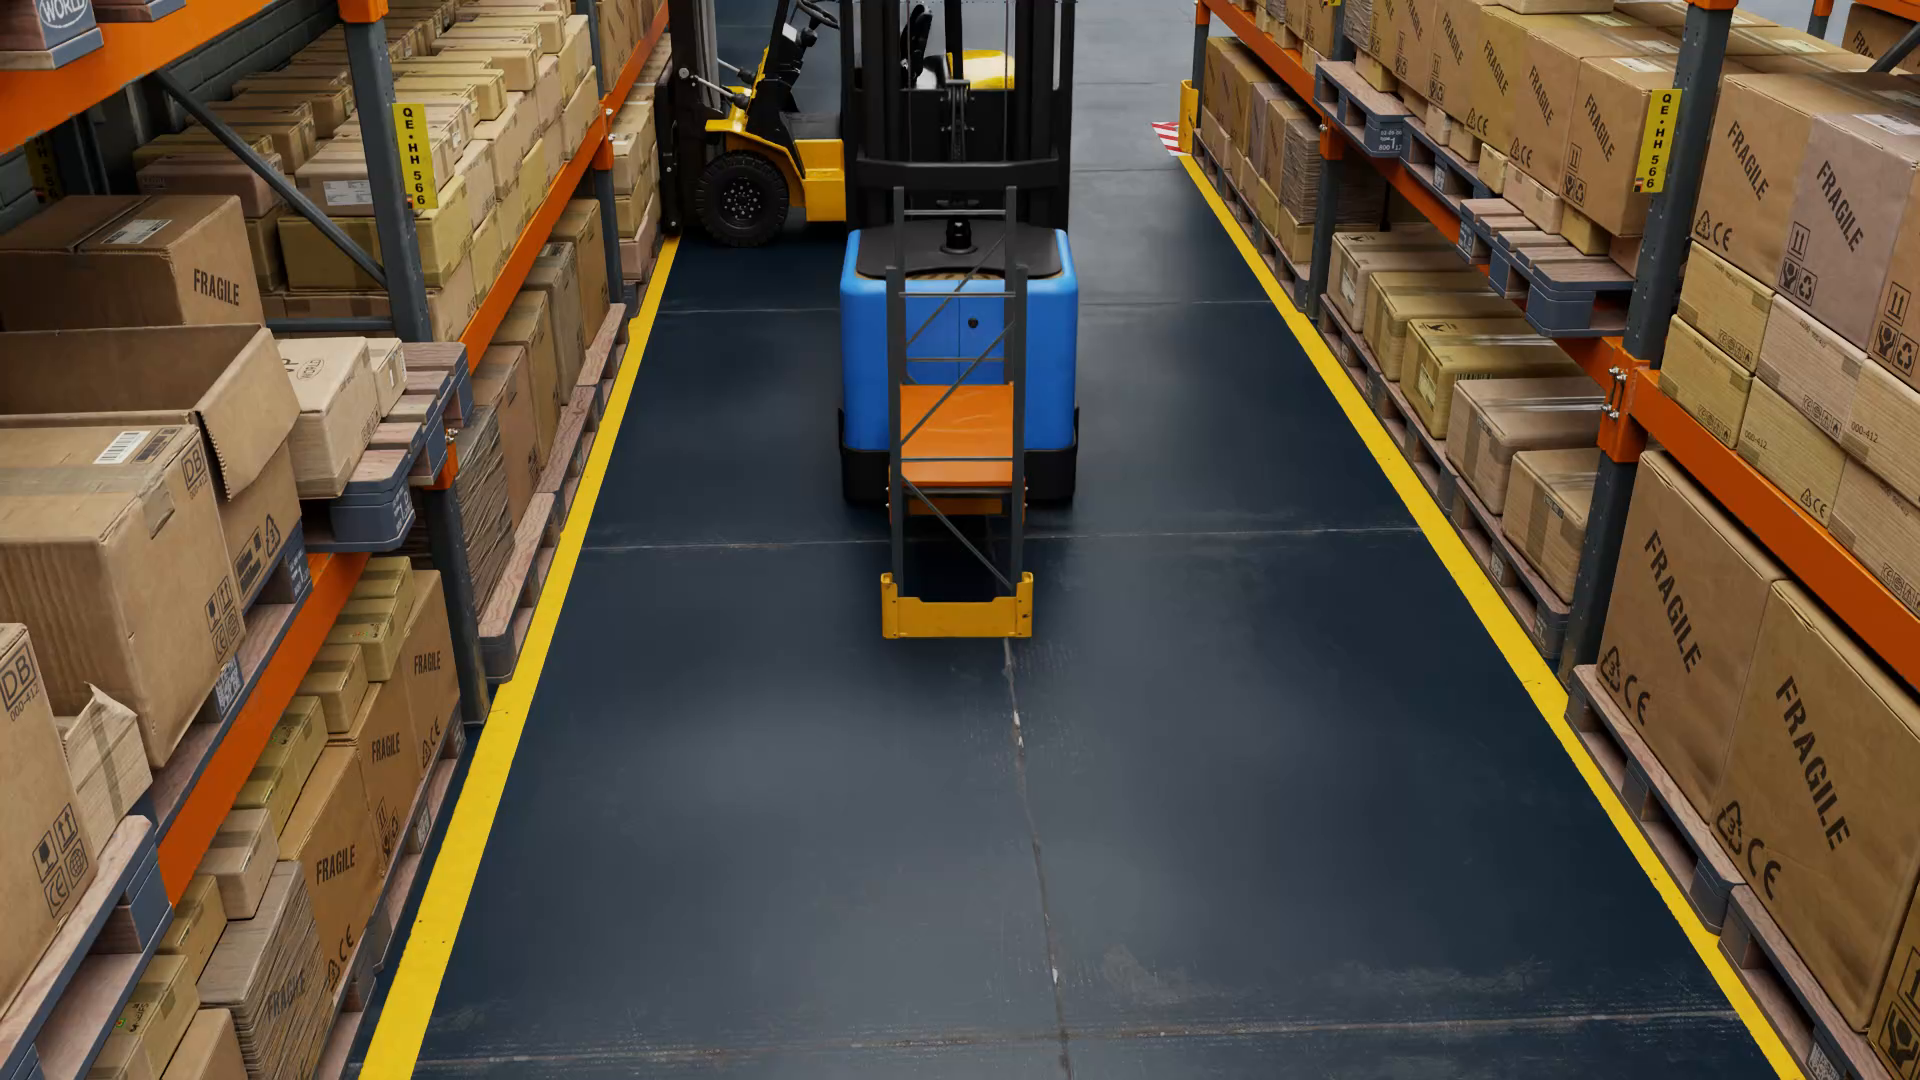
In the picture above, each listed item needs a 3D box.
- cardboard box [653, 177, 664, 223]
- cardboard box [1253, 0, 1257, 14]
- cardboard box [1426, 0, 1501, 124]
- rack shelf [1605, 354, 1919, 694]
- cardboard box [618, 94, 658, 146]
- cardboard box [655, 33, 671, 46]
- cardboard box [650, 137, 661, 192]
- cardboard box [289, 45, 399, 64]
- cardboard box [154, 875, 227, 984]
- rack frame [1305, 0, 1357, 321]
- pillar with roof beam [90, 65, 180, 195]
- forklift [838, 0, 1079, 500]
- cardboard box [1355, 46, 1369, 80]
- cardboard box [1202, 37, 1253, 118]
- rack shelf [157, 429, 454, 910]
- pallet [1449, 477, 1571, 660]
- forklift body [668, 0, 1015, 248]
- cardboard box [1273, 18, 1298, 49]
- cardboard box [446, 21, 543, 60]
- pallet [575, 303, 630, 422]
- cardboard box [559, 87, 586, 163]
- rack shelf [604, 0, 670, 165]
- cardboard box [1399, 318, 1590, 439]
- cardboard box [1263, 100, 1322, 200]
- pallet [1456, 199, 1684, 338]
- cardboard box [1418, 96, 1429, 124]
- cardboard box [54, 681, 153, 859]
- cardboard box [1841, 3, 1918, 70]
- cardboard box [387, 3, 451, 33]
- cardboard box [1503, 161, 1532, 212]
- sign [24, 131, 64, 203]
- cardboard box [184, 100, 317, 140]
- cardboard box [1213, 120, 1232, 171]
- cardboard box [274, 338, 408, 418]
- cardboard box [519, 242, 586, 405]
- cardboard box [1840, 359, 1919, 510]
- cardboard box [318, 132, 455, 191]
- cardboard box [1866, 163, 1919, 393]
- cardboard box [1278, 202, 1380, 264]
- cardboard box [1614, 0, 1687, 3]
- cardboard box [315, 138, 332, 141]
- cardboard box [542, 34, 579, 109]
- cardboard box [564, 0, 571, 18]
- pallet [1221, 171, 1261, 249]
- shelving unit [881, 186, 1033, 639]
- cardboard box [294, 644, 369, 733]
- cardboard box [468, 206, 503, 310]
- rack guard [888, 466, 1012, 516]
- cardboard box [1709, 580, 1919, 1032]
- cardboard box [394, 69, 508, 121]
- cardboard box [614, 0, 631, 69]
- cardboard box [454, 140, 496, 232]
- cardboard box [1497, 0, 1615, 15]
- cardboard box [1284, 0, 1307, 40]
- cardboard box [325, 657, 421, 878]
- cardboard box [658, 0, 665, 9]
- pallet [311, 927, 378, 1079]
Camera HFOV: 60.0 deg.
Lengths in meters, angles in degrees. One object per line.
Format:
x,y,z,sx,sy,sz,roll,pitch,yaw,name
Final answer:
-2.197,-2.193,10.730,0.500,0.250,0.500,-1,28,-2,cardboard box
2.189,-3.621,11.220,0.380,0.149,0.250,0,28,-1,cardboard box
2.353,-2.087,7.124,0.500,0.500,0.500,-2,28,-5,cardboard box
2.852,0.445,3.931,1.077,0.370,4.000,-1,28,-3,rack shelf
-2.184,-2.631,10.488,0.500,0.250,0.500,0,28,-1,cardboard box
-2.291,-3.576,12.300,0.500,0.250,0.500,0,28,-1,cardboard box
-2.178,-2.408,10.602,0.500,0.250,0.500,-2,28,-3,cardboard box
-2.581,-1.983,6.998,0.380,0.149,0.250,-1,28,-2,cardboard box
-1.927,0.908,3.813,0.380,0.149,0.250,-1,28,-2,cardboard box
2.539,-2.645,9.078,1.000,3.000,0.127,-1,28,-3,rack frame
1.122,-4.020,5.227,9.100,9.000,0.400,-1,28,-3,pillar with roof beam
-0.016,-2.117,8.139,1.130,2.935,3.031,0,28,0,forklift
2.252,-2.457,8.535,0.380,0.149,0.250,-1,28,-2,cardboard box
2.098,-3.402,12.237,0.500,0.500,0.500,-2,28,-4,cardboard box
-2.105,0.566,3.698,1.077,0.370,4.000,-1,28,-3,rack shelf
2.708,0.078,6.873,1.003,0.211,1.213,-1,28,-3,pallet
-0.706,-3.163,10.988,2.313,2.155,1.214,-1,28,-3,forklift body
2.161,-3.144,10.306,0.380,0.149,0.250,-2,28,-3,cardboard box
-2.089,-2.229,7.471,0.380,0.149,0.250,-2,28,-4,cardboard box
-2.341,-0.948,8.839,1.003,0.211,1.213,-1,28,-3,pallet
-2.099,-1.998,8.000,0.500,0.250,0.500,-2,28,-3,cardboard box
-2.523,-3.128,10.782,1.077,0.370,4.000,-1,28,-3,rack shelf
2.647,-0.771,7.872,0.950,0.372,0.625,0,28,-1,cardboard box
2.211,-2.446,10.405,0.500,0.500,0.500,-1,28,-2,cardboard box
2.604,-1.039,6.206,1.213,0.211,1.003,-1,28,-3,pallet
2.330,-1.978,7.617,0.380,0.149,0.250,-1,28,-2,cardboard box
-1.690,0.394,2.943,0.396,0.266,0.258,0,28,0,cardboard box
7.369,-3.591,12.735,0.875,0.875,0.875,-1,28,-2,cardboard box
-2.640,-2.447,7.889,0.380,0.149,0.250,-1,28,-3,cardboard box
2.346,-1.372,6.454,0.380,0.149,0.250,-3,28,-5,cardboard box
-2.763,-1.175,5.006,0.100,0.325,0.005,-1,28,-3,sign
-2.589,-1.504,6.081,0.380,0.149,0.250,-2,28,-4,cardboard box
2.115,-2.844,11.979,0.500,0.250,0.500,0,28,-1,cardboard box
-1.792,-0.457,4.700,0.380,0.149,0.250,-1,28,-2,cardboard box
-2.347,-1.057,8.148,0.875,0.625,0.625,-2,28,-3,cardboard box
2.567,-0.244,4.095,0.500,0.250,0.500,-1,28,-3,cardboard box
-1.947,-1.286,5.662,0.380,0.149,0.250,-1,28,-2,cardboard box
2.576,-0.584,3.936,0.500,0.500,0.500,-1,28,-1,cardboard box
2.239,-1.879,10.127,0.500,0.250,0.500,0,28,0,cardboard box
2.868,-2.090,7.130,0.500,0.500,0.500,-2,28,-5,cardboard box
-2.562,-1.500,6.503,0.500,0.250,0.500,-2,28,-3,cardboard box
-2.103,-2.221,7.885,0.500,0.250,0.500,-2,28,-4,cardboard box
-2.178,-2.703,8.379,0.380,0.149,0.250,0,28,-1,cardboard box
2.402,-2.283,11.398,1.003,0.211,1.213,-1,28,-3,pallet
-0.016,-0.528,6.641,0.587,1.500,1.083,0,28,0,shelving unit
-1.916,0.428,4.733,0.380,0.149,0.250,-2,28,-4,cardboard box
-2.010,-1.053,6.187,0.500,0.250,0.500,-2,28,-4,cardboard box
-0.020,-0.204,7.371,0.587,0.250,0.087,0,28,0,rack guard
2.743,0.691,4.525,0.875,0.875,0.875,-1,28,-2,cardboard box
-2.010,-1.758,6.568,0.380,0.149,0.250,-1,28,-2,cardboard box
-2.224,-3.019,9.687,0.500,0.500,0.500,-1,28,-2,cardboard box
-2.013,-1.273,6.069,0.500,0.250,0.500,-1,28,-1,cardboard box
2.380,-2.196,6.632,0.380,0.149,0.250,-3,28,-5,cardboard box
2.233,-3.258,9.823,0.500,0.500,0.500,0,28,-1,cardboard box
-1.957,0.667,4.976,0.500,0.500,0.500,-2,28,-3,cardboard box
-2.321,-3.954,11.480,0.500,0.500,0.500,-1,28,-1,cardboard box
-2.147,1.468,4.207,1.003,0.211,1.213,-1,28,-3,pallet
